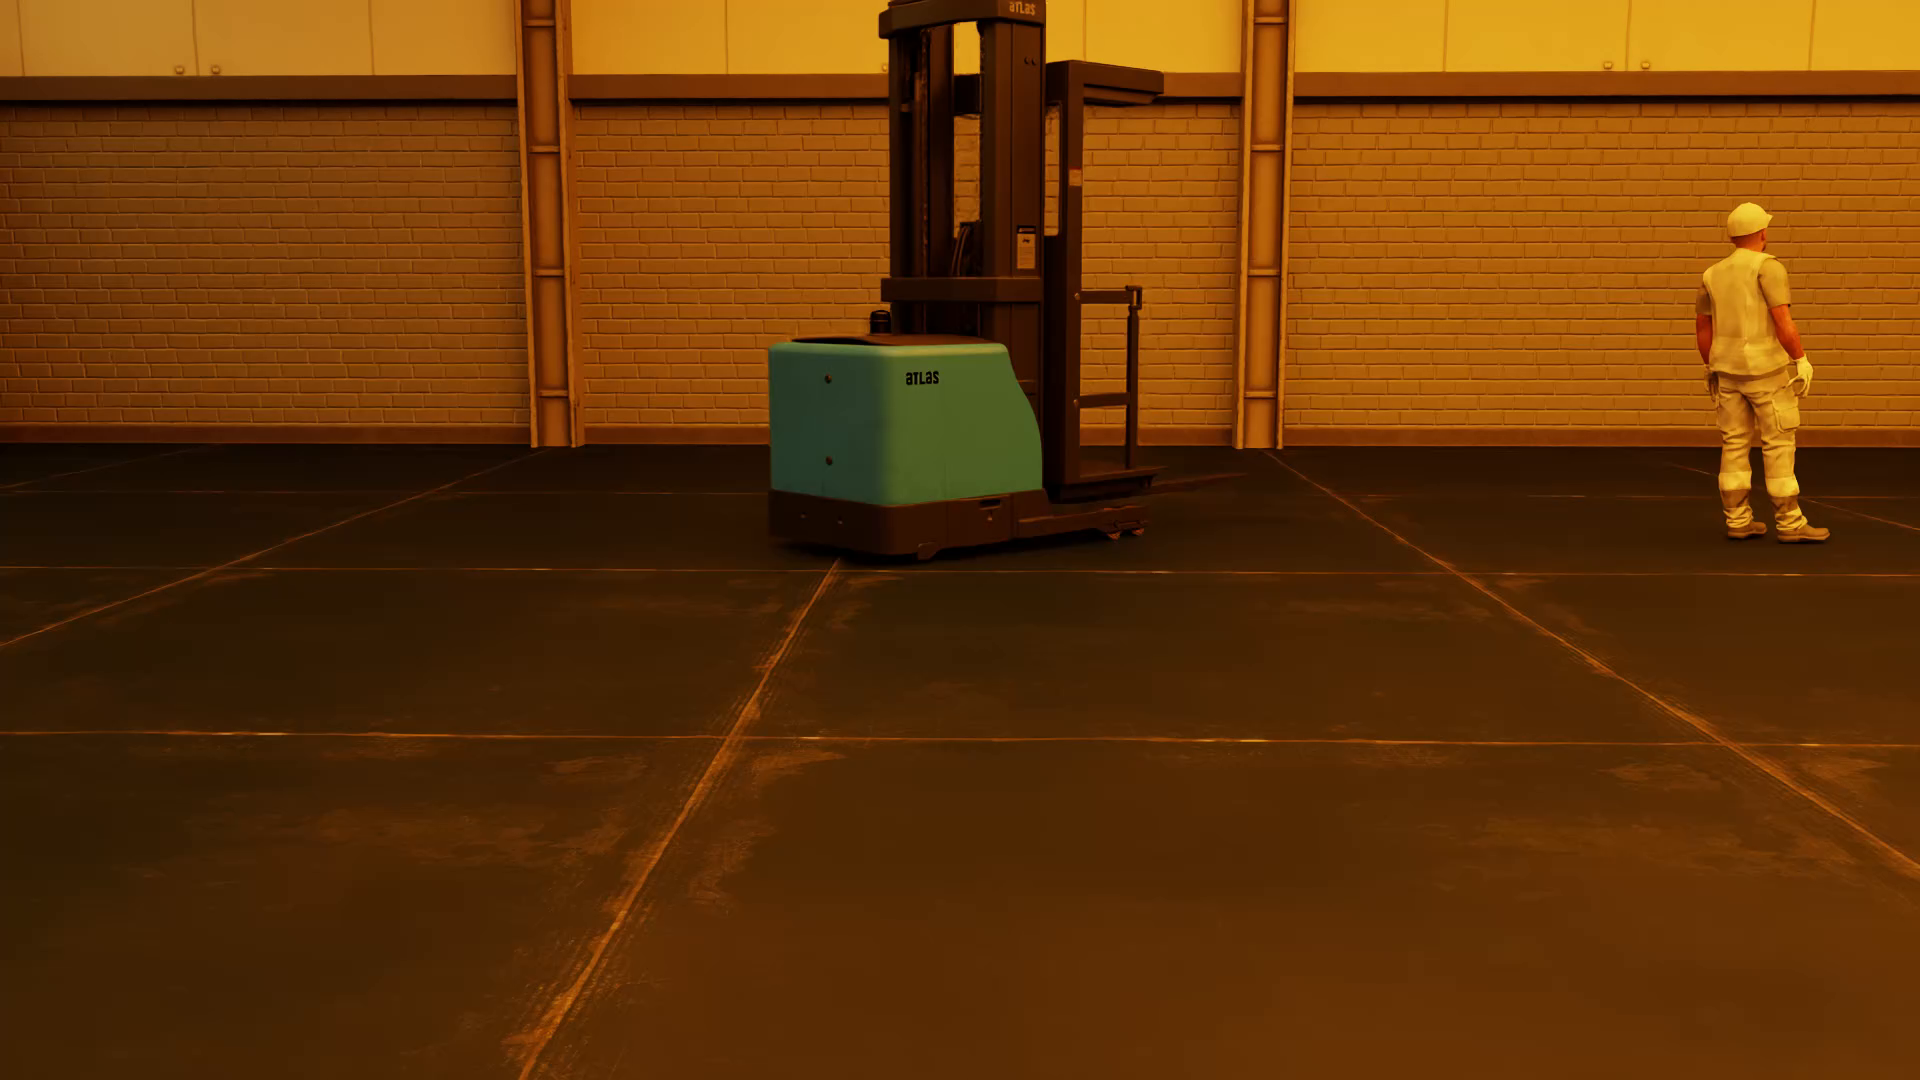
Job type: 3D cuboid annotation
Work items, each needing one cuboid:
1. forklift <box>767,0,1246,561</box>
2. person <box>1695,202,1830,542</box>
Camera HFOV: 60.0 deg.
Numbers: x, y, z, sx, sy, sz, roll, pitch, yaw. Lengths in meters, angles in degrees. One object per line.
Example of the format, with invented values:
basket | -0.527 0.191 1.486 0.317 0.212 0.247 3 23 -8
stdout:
forklift | 0.413 -1.511 9.186 3.031 2.935 1.130 -8 12 -42
person | 4.302 -0.900 8.921 0.564 1.787 0.638 -4 10 -25
